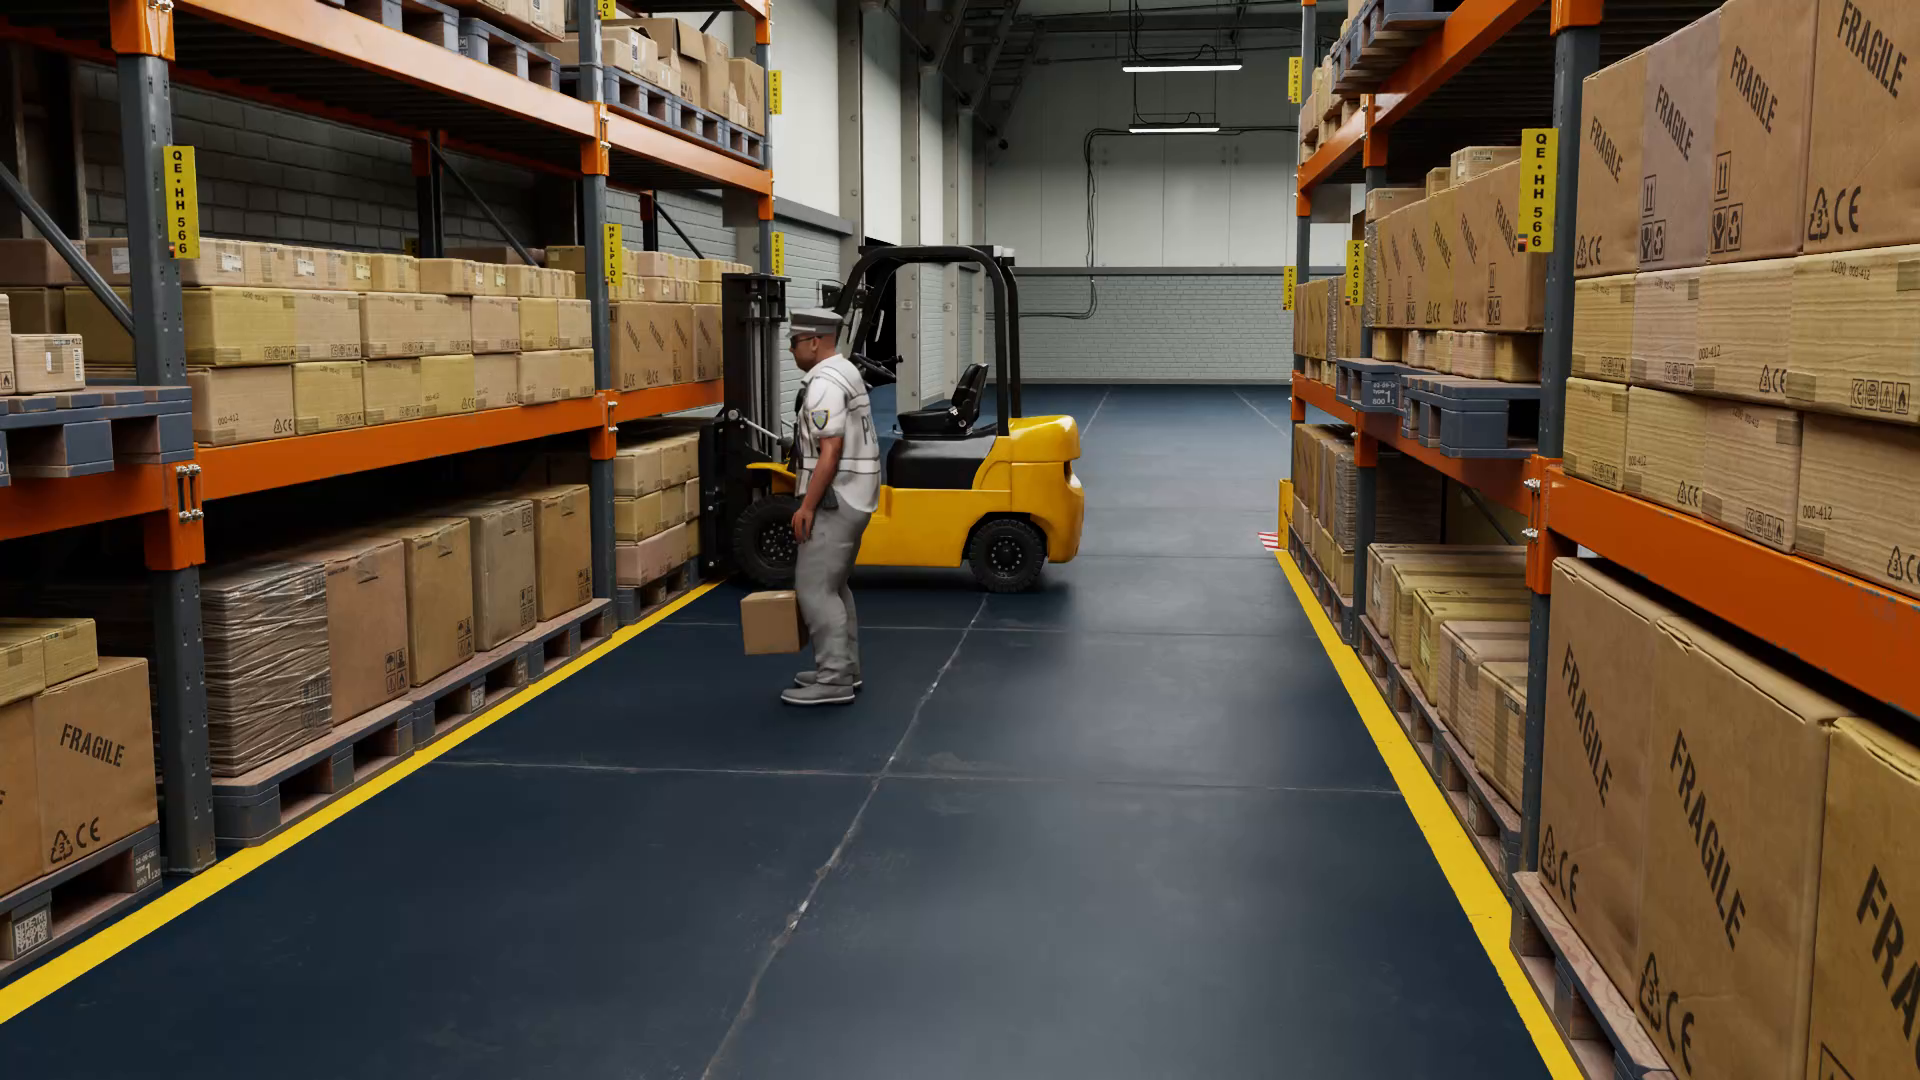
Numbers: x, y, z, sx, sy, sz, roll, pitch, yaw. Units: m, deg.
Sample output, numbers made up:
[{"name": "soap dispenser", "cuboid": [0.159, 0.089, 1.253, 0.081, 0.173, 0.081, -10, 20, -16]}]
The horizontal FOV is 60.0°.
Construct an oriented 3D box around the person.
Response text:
[{"name": "person", "cuboid": [-0.575, -0.155, 7.434, 0.434, 1.748, 0.568, 1, 8, 5]}]
